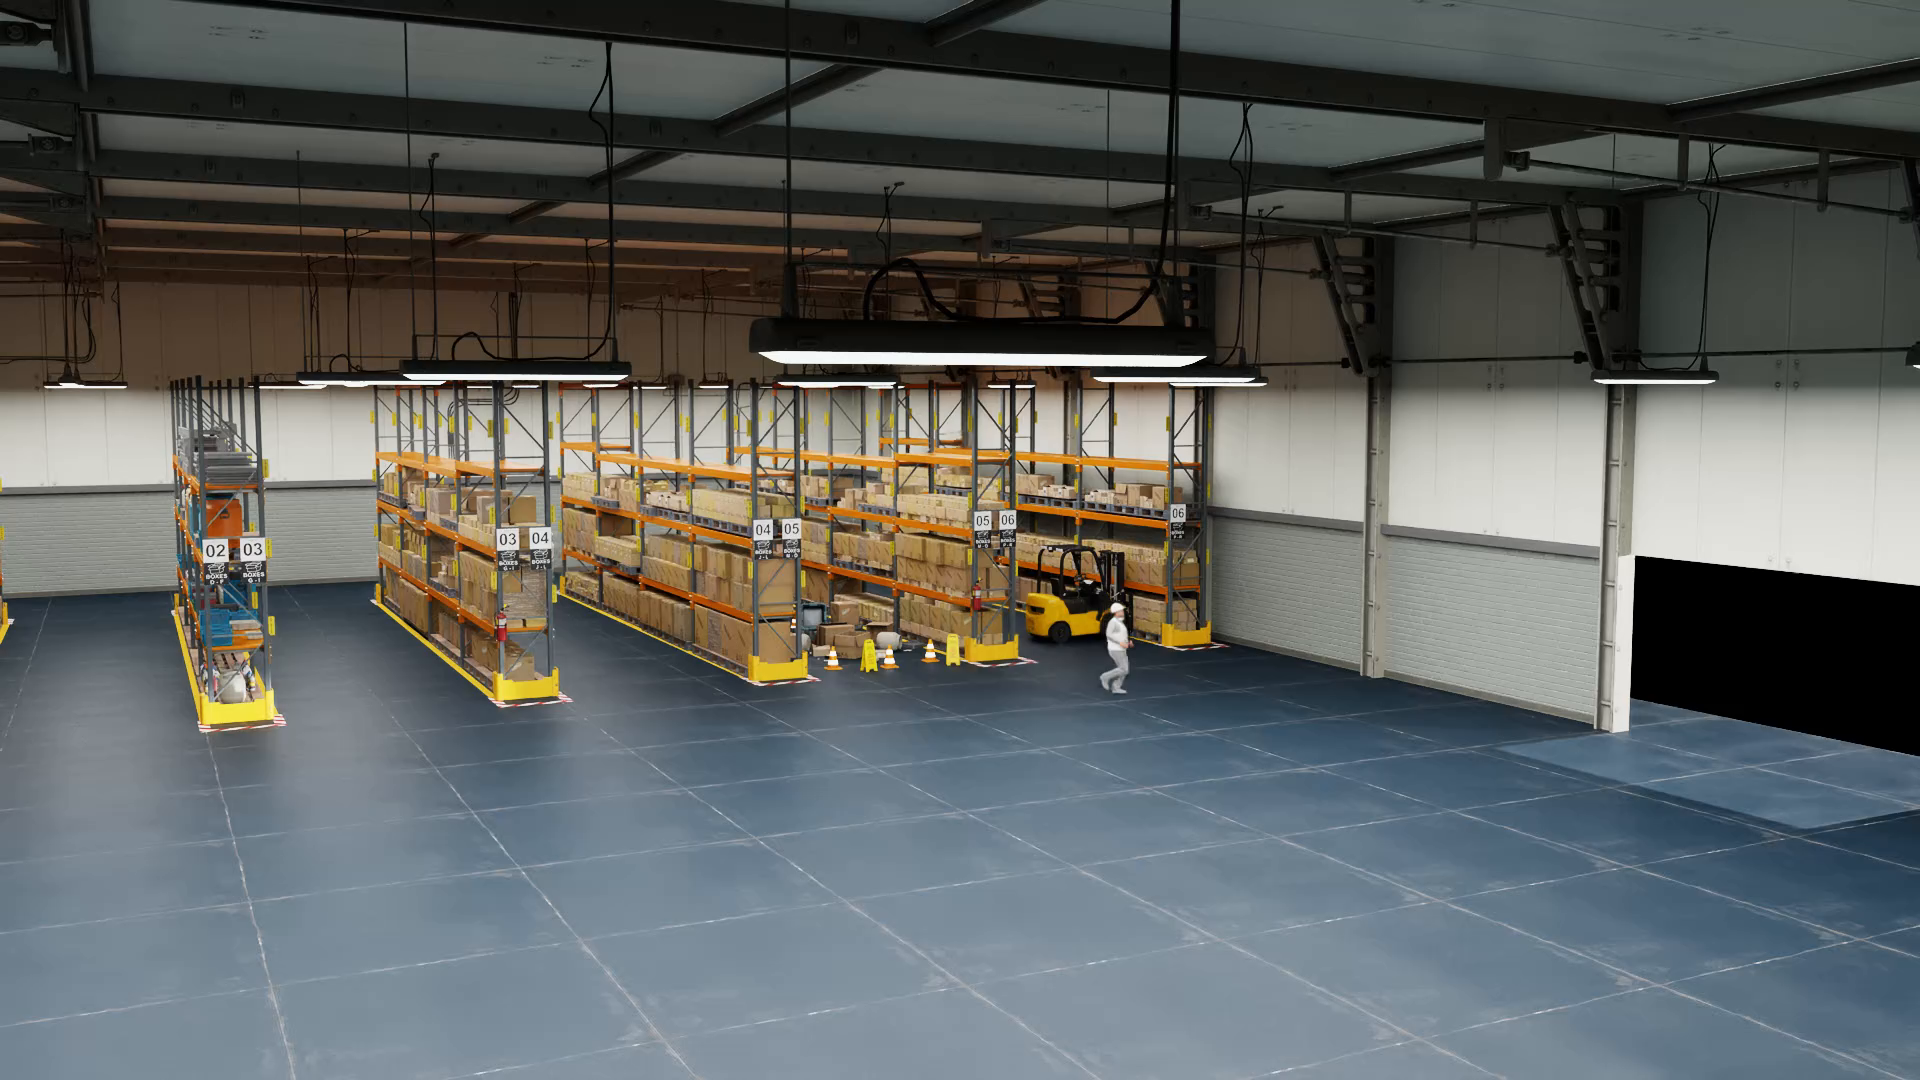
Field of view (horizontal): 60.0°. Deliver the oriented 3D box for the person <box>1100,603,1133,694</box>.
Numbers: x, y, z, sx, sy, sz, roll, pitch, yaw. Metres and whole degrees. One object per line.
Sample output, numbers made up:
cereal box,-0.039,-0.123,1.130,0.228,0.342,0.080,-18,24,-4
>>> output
person,2.968,2.056,31.542,0.580,1.727,0.646,2,5,19
